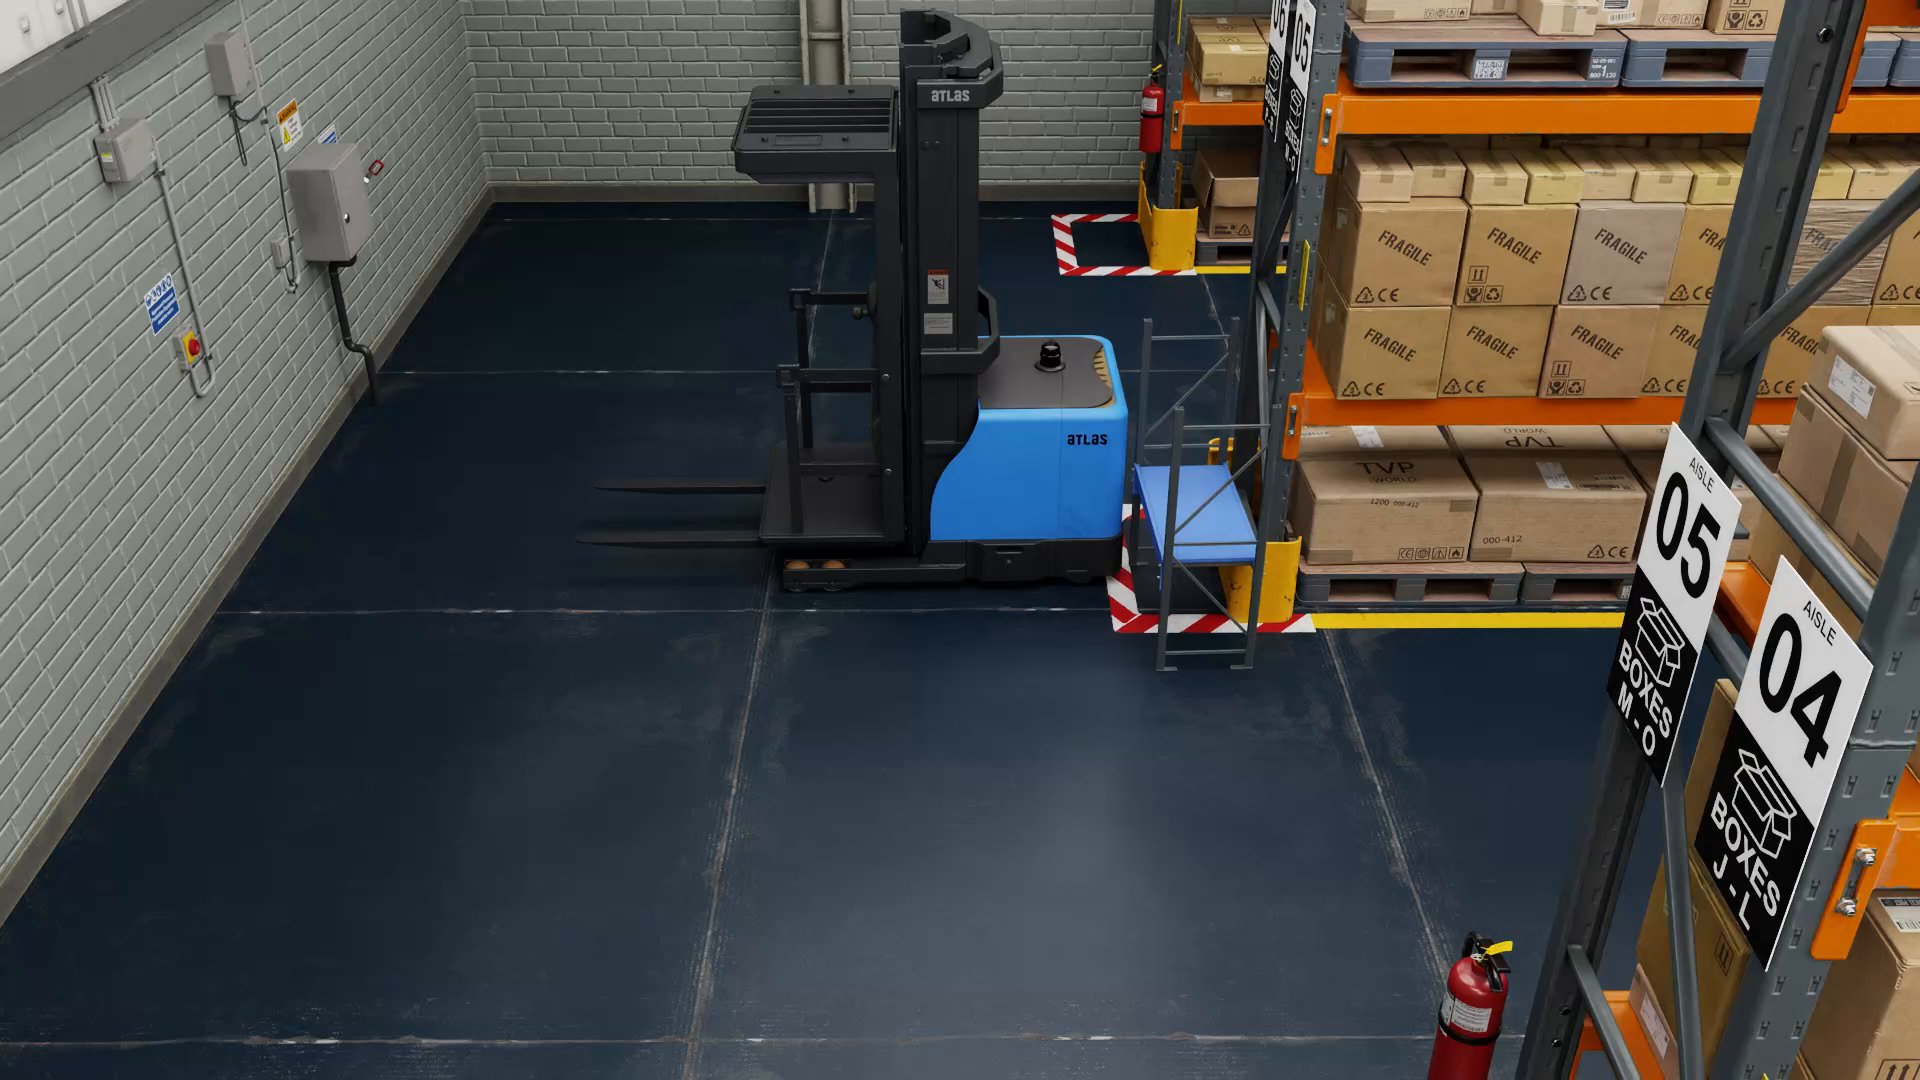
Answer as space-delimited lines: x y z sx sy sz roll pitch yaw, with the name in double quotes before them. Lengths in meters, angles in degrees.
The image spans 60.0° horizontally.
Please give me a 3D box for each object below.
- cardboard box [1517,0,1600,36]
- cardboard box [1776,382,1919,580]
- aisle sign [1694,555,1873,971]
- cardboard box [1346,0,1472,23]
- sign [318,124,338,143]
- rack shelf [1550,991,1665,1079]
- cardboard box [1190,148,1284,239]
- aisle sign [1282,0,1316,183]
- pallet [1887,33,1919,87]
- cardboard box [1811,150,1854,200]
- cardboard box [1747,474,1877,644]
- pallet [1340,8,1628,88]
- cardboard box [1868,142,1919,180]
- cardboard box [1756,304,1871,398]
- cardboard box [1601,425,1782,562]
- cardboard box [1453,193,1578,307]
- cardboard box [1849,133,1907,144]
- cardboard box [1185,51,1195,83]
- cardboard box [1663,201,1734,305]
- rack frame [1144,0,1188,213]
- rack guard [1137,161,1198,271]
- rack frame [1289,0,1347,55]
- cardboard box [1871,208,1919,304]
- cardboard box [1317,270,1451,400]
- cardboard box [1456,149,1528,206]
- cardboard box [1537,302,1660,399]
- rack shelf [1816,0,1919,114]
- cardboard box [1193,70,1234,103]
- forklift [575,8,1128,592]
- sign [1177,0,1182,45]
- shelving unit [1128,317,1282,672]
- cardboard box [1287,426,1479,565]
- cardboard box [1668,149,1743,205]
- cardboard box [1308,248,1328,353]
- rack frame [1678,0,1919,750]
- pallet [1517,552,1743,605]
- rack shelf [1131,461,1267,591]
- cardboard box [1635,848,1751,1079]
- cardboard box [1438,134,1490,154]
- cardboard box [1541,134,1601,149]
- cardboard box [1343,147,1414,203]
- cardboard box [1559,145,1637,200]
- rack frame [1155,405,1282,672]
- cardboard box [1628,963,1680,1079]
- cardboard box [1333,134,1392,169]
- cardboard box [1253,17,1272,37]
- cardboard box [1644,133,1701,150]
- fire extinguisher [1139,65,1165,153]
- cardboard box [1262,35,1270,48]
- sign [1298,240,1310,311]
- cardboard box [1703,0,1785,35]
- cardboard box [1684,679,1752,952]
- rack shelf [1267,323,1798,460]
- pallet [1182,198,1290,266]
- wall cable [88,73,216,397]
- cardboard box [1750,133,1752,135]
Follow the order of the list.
"cardboard box" 2.726 -2.423 7.590 0.250 0.149 0.380 1 31 2
"cardboard box" 2.227 -0.140 3.749 0.500 0.250 0.500 -1 31 -2
"aisle sign" 1.697 0.470 3.467 0.004 0.787 0.394 0 31 0
"cardboard box" 2.086 -2.630 7.834 0.500 0.250 0.500 -3 31 -5
"sign" -4.078 -2.417 10.823 0.001 0.494 0.329 0 31 0
"rack shelf" 3.768 1.727 4.595 4.000 0.370 1.077 0 31 0
"cardboard box" 2.216 -2.781 13.334 0.637 0.503 0.797 -1 31 -2
"aisle sign" 1.567 -2.103 7.707 0.004 0.787 0.394 0 31 0
"pallet" 4.819 -2.402 7.899 1.213 0.211 1.003 0 31 0
"cardboard box" 4.052 -1.765 7.970 0.250 0.149 0.380 -1 31 -1
"cardboard box" 2.221 0.069 3.887 0.500 0.250 0.500 -1 31 -1
"pallet" 2.379 -2.394 7.887 1.213 0.211 1.003 0 31 0
"cardboard box" 4.564 -1.785 8.004 0.250 0.149 0.380 0 31 -1
"cardboard box" 4.158 -1.049 8.380 0.500 0.500 0.500 -1 31 -1
"cardboard box" 4.113 -0.289 9.289 0.875 0.438 0.875 -1 31 -2
"cardboard box" 2.635 -1.471 8.111 0.500 0.500 0.500 -1 31 -2
"cardboard box" 4.559 -2.035 8.415 0.250 0.149 0.380 0 31 -1
"cardboard box" 1.933 -3.749 13.169 0.250 0.149 0.380 -1 31 -1
"cardboard box" 3.649 -1.479 8.124 0.500 0.500 0.500 0 31 0
"rack frame" 1.603 -3.716 12.873 0.127 3.000 1.000 0 31 0
"rack guard" 1.679 -2.648 13.522 0.348 0.500 1.175 0 31 0
"rack frame" 1.637 -3.707 7.073 0.127 3.000 1.000 0 31 0
"cardboard box" 4.659 -1.482 8.130 0.500 0.500 0.500 -1 31 -1
"cardboard box" 2.119 -1.037 8.360 0.500 0.500 0.500 0 31 -1
"cardboard box" 2.516 -1.726 7.906 0.250 0.149 0.380 1 31 1
"cardboard box" 3.133 -1.045 8.374 0.500 0.500 0.500 0 31 -1
"rack shelf" 3.768 -0.837 3.039 4.000 0.370 1.077 0 31 0
"cardboard box" 1.934 -3.468 12.705 0.250 0.149 0.380 0 31 -1
"forklift" -0.624 -1.246 8.867 3.031 2.935 1.130 -1 31 -1
"sign" 1.607 -3.805 12.184 0.005 0.325 0.100 0 31 0
"shelving unit" 1.228 -0.243 8.593 0.538 1.500 1.048 -1 31 -2
"cardboard box" 2.296 -0.280 9.274 0.875 0.438 0.875 -1 31 -2
"cardboard box" 3.545 -1.730 7.913 0.250 0.149 0.380 -1 31 -1
"cardboard box" 2.118 -1.323 8.832 0.500 0.500 0.500 0 31 0
"rack frame" 1.768 -1.139 2.842 0.127 3.000 1.000 0 31 0
"pallet" 3.653 0.005 9.427 1.213 0.211 1.003 0 31 0
"rack shelf" 1.228 -0.089 8.686 0.538 0.185 1.000 -1 31 -2
"cardboard box" 2.216 1.121 4.517 0.500 0.500 0.500 0 31 1
"cardboard box" 2.506 -2.052 8.444 0.250 0.149 0.380 0 31 -1
"cardboard box" 3.020 -1.996 8.351 0.250 0.149 0.380 0 31 -1
"cardboard box" 1.994 -1.747 7.941 0.250 0.149 0.380 0 31 1
"cardboard box" 3.041 -1.764 7.970 0.250 0.149 0.380 0 31 0
"rack frame" 1.253 0.021 8.159 0.500 1.500 0.032 -1 31 -2
"cardboard box" 2.092 1.385 4.706 0.250 0.149 0.380 0 31 0
"cardboard box" 1.995 -1.994 8.349 0.250 0.149 0.380 0 31 0
"cardboard box" 2.577 -3.920 13.065 0.500 0.250 0.500 0 31 0
"cardboard box" 3.533 -2.018 8.387 0.250 0.149 0.380 1 31 1
"fire extinguisher" 1.459 -3.284 12.594 0.183 0.674 0.296 0 31 0
"cardboard box" 2.563 -3.643 12.609 0.500 0.250 0.500 0 31 0
"sign" 1.634 -1.258 7.910 0.005 0.325 0.100 0 31 0
"cardboard box" 3.654 -2.618 7.572 0.500 0.500 0.500 0 31 1
"cardboard box" 2.224 0.698 4.250 0.500 0.500 0.500 -1 31 -1
"rack shelf" 3.637 -0.840 8.826 4.000 0.370 1.077 0 31 0
"pallet" 2.477 -2.527 13.601 1.213 0.211 1.003 0 31 0
"wall cable" -4.001 -1.560 8.308 0.123 1.953 0.585 0 31 0
"cardboard box" 4.043 -2.005 8.367 0.250 0.149 0.380 0 31 0
